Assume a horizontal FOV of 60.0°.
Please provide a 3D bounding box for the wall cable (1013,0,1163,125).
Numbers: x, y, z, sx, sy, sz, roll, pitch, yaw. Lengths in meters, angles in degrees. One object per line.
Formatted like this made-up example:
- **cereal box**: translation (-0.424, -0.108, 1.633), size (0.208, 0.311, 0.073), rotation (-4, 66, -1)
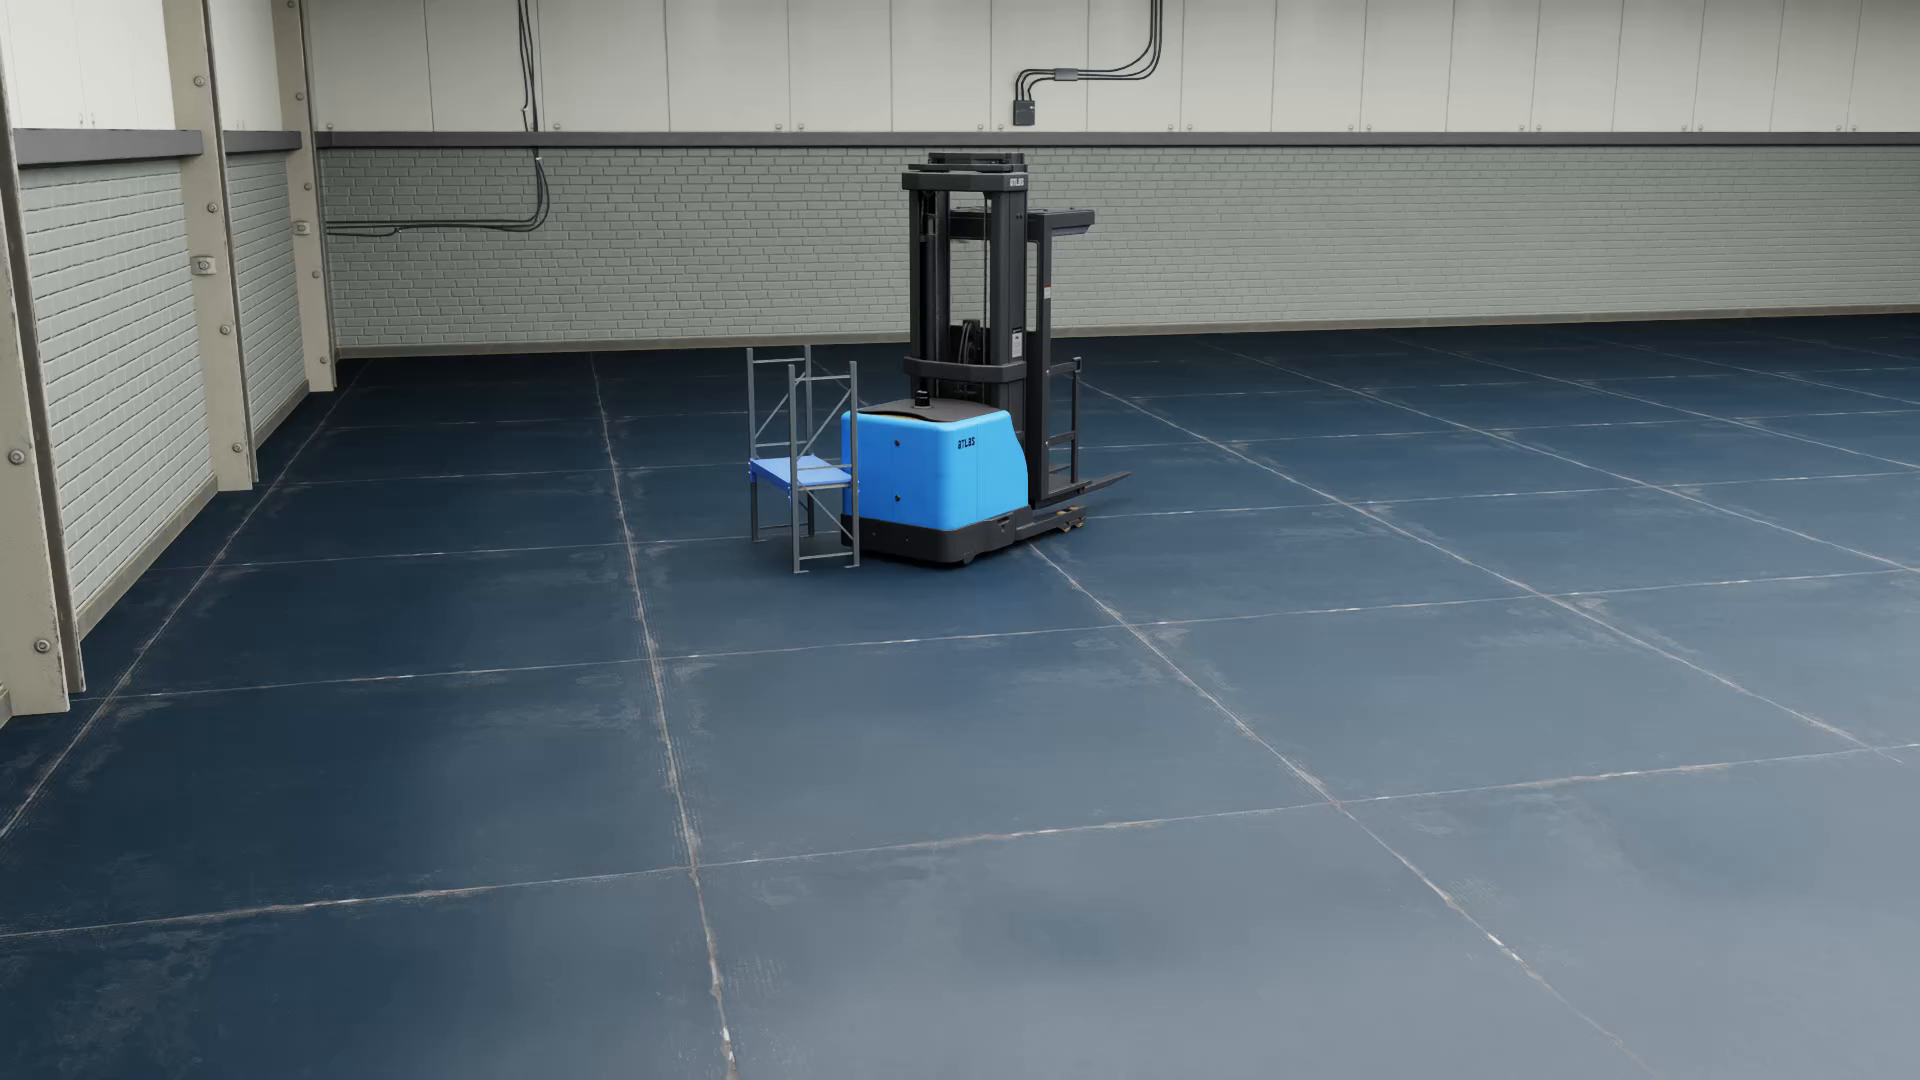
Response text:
- **wall cable**: translation (1.932, -9.170, 24.333), size (2.305, 6.003, 0.169), rotation (-3, 14, -13)

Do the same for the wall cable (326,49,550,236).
- **wall cable**: translation (-7.300, -5.484, 22.955), size (3.097, 2.526, 0.112), rotation (-3, 14, -13)

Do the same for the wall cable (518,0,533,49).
- **wall cable**: translation (-4.670, -8.088, 22.972), size (3.097, 2.526, 0.112), rotation (-3, 14, -13)

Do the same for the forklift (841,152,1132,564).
- **forklift**: translation (0.357, -1.546, 13.080), size (1.130, 2.935, 3.031), rotation (9, 17, 34)

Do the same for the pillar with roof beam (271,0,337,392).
- **pillar with roof beam**: translation (-3.709, -6.479, 20.485), size (9.100, 9.000, 0.400), rotation (-3, 14, -13)

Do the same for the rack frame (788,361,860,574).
- **rack frame**: translation (-0.969, -0.513, 11.868), size (0.500, 1.500, 0.032), rotation (-6, 15, -23)

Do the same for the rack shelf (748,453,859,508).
- **rack shelf**: translation (-1.172, -0.449, 12.363), size (0.538, 0.185, 1.000), rotation (-6, 15, -23)

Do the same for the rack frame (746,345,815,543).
- **rack frame**: translation (-1.375, -0.735, 12.773), size (0.500, 1.500, 0.032), rotation (-6, 15, -23)

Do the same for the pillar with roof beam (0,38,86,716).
- **pillar with roof beam**: translation (-0.891, -3.710, 9.154), size (9.100, 9.000, 0.400), rotation (-3, 14, -13)

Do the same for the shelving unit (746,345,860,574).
- **shelving unit**: translation (-1.172, -0.624, 12.321), size (0.538, 1.500, 1.048), rotation (-6, 15, -23)

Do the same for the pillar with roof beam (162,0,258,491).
- **pillar with roof beam**: translation (-2.300, -5.095, 14.819), size (9.100, 9.000, 0.400), rotation (-3, 14, -13)
